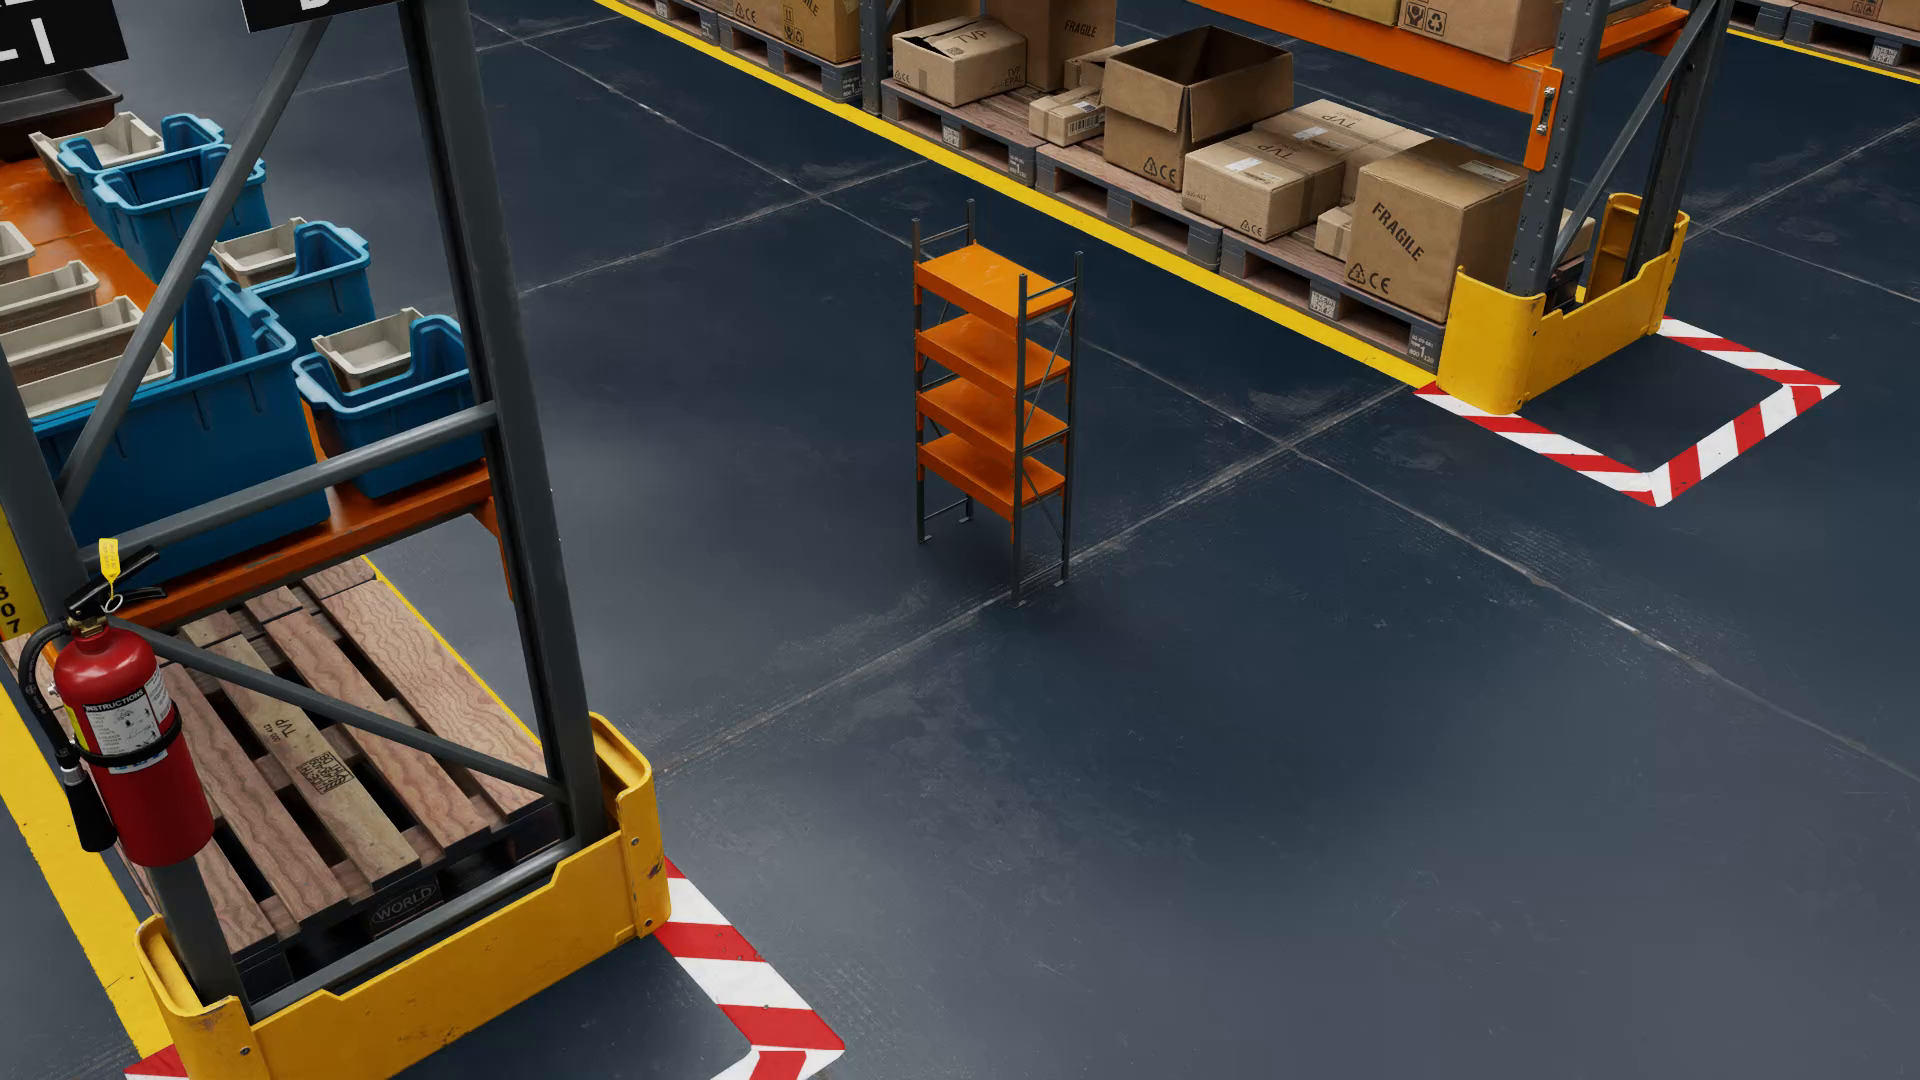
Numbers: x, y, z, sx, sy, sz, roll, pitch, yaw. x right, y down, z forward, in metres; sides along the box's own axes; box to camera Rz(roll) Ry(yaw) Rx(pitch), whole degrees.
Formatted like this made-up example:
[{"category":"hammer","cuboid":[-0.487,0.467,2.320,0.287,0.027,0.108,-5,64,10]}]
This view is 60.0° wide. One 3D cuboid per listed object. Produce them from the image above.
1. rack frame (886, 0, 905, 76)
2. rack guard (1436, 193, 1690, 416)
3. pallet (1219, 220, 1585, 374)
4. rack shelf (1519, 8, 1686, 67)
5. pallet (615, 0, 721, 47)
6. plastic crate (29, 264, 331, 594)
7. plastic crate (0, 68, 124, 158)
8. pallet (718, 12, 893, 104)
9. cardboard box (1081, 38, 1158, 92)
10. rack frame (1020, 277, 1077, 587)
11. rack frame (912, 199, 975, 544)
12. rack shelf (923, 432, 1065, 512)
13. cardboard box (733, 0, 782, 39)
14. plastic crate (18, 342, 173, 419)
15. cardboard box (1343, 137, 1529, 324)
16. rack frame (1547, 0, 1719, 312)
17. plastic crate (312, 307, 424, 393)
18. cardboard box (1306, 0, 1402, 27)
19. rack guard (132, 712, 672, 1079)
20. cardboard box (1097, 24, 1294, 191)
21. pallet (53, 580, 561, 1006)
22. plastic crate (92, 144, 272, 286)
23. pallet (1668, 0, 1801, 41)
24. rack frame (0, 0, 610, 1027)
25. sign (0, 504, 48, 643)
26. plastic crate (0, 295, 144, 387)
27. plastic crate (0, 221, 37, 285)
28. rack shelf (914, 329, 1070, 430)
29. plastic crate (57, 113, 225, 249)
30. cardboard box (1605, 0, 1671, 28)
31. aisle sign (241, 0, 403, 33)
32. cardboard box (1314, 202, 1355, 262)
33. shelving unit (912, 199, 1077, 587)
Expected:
[{"category":"rack frame","cuboid":[-0.106,-3.717,8.403,0.949,2.616,0.053,-26,43,-32]},{"category":"rack guard","cuboid":[2.423,-0.963,6.678,1.175,0.500,0.348,-26,43,-32]},{"category":"pallet","cuboid":[-25.776,-11.246,13.843,28.867,8.999,54.027,-26,43,-32]},{"category":"rack shelf","cuboid":[1.182,-2.648,7.285,0.919,0.052,3.809,-26,43,-32]},{"category":"pallet","cuboid":[-1.454,-3.462,10.455,1.003,0.211,1.213,-26,43,-32]},{"category":"plastic crate","cuboid":[-1.673,-0.221,3.384,0.616,0.435,0.499,-26,43,-32]},{"category":"plastic crate","cuboid":[-2.968,-1.388,5.301,0.437,0.125,0.590,-26,43,-32]},{"category":"pallet","cuboid":[-0.663,-2.923,9.694,1.003,0.211,1.213,-26,43,-32]},{"category":"cardboard box","cuboid":[0.960,-2.321,8.378,0.500,0.311,0.500,-26,43,-32]},{"category":"rack frame","cuboid":[0.264,-0.309,5.148,0.228,1.046,0.006,-26,43,-32]},{"category":"rack frame","cuboid":[-0.051,-0.524,5.452,0.240,1.200,0.015,-26,43,-32]},{"category":"rack shelf","cuboid":[0.107,-0.232,5.431,0.221,0.050,0.457,-26,43,-32]},{"category":"cardboard box","cuboid":[-0.959,-3.208,9.466,0.500,0.500,0.500,-26,43,-32]},{"category":"plastic crate","cuboid":[-1.978,-0.313,3.773,0.396,0.136,0.243,-26,43,-32]},{"category":"cardboard box","cuboid":[1.933,-1.257,6.712,0.500,0.500,0.500,-26,43,-32]},{"category":"rack frame","cuboid":[2.475,-1.951,5.910,0.949,2.616,0.053,-26,43,-32]},{"category":"plastic crate","cuboid":[-1.365,-0.425,3.931,0.250,0.136,0.298,-26,43,-32]},{"category":"cardboard box","cuboid":[1.638,-2.315,6.336,0.500,0.500,0.500,-26,43,-31]},{"category":"rack guard","cuboid":[-1.288,0.922,4.016,1.175,0.500,0.348,-26,43,-32]},{"category":"cardboard box","cuboid":[1.108,-2.049,7.827,0.797,0.503,0.637,-26,43,-32]},{"category":"pallet","cuboid":[-1.816,0.655,4.642,1.003,0.211,1.213,-26,43,-32]},{"category":"plastic crate","cuboid":[-2.071,-0.873,4.481,0.416,0.233,0.300,-26,43,-32]},{"category":"pallet","cuboid":[4.895,-3.523,10.542,1.003,0.211,1.213,-26,43,-32]},{"category":"rack frame","cuboid":[-1.314,-0.104,3.302,1.000,3.000,0.127,-26,43,-32]},{"category":"sign","cuboid":[-1.724,0.042,2.955,0.100,0.325,0.005,-26,43,-32]},{"category":"plastic crate","cuboid":[-2.154,-0.447,3.962,0.396,0.136,0.243,-26,43,-32]},{"category":"plastic crate","cuboid":[-2.558,-0.684,4.297,0.298,0.136,0.250,-26,43,-32]},{"category":"rack shelf","cuboid":[0.107,-0.544,5.210,0.258,0.148,0.480,-26,43,-32]},{"category":"plastic crate","cuboid":[-2.265,-1.006,4.668,0.416,0.233,0.300,-26,43,-32]},{"category":"cardboard box","cuboid":[2.388,-2.285,6.294,0.500,0.500,0.500,-25,42,-31]},{"category":"aisle sign","cuboid":[-1.040,-1.244,2.662,0.394,0.787,0.004,-26,43,-32]},{"category":"cardboard box","cuboid":[1.741,-1.334,7.109,0.380,0.166,0.250,-26,43,-32]},{"category":"shelving unit","cuboid":[0.105,-0.418,5.301,0.258,1.200,0.499,-26,43,-32]}]
